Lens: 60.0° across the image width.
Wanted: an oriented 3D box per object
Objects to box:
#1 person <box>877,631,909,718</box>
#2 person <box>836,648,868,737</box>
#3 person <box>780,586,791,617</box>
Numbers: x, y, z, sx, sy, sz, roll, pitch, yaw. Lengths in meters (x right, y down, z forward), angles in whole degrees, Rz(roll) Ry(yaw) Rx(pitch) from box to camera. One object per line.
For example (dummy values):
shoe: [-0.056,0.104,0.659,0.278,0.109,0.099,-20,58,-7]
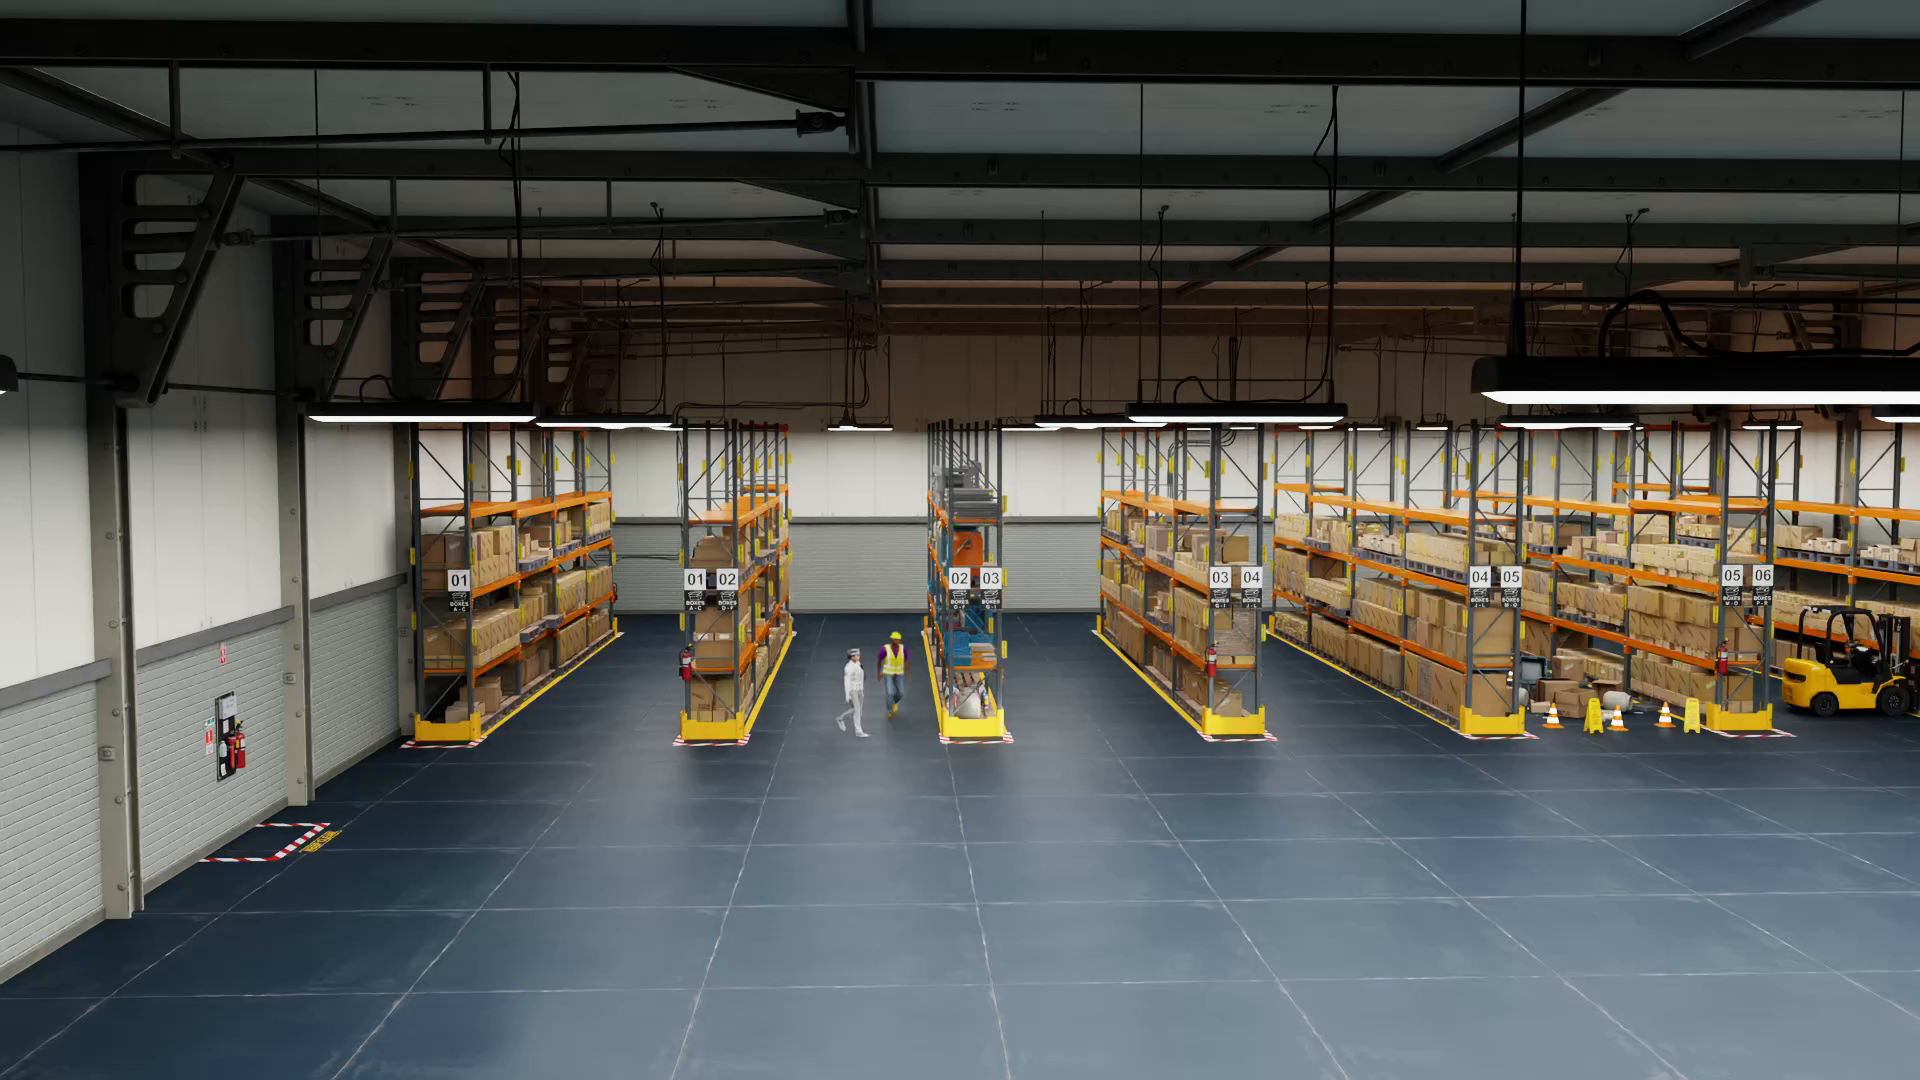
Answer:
person: [-1.375,2.703,33.653,0.627,1.744,0.659,-1,4,-20]
person: [-2.018,2.863,31.507,0.768,1.654,0.529,2,4,28]
person: [-5.269,1.715,48.987,0.600,1.753,1.058,3,5,37]
